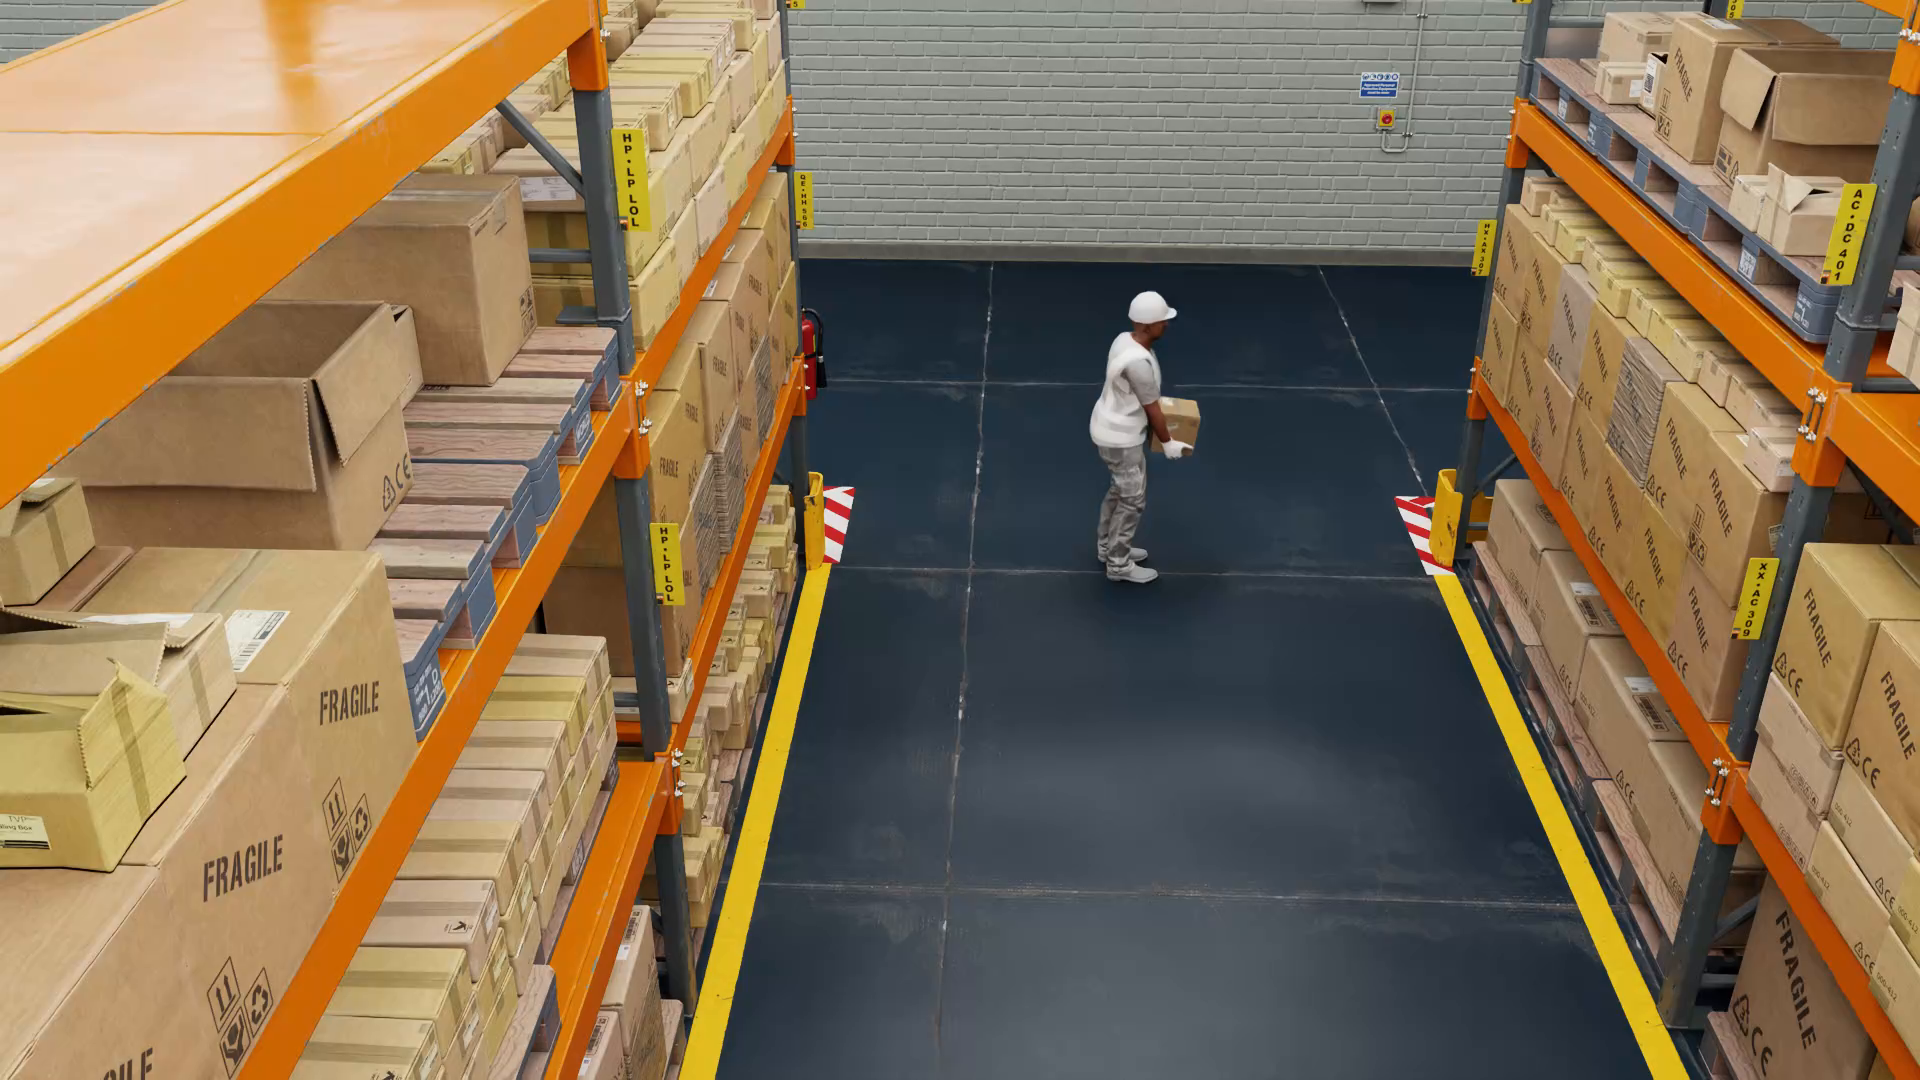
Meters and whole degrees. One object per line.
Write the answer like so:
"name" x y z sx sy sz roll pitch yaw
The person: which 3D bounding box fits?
"person" 1.061 -0.611 9.775 0.597 1.770 0.490 0 28 1
